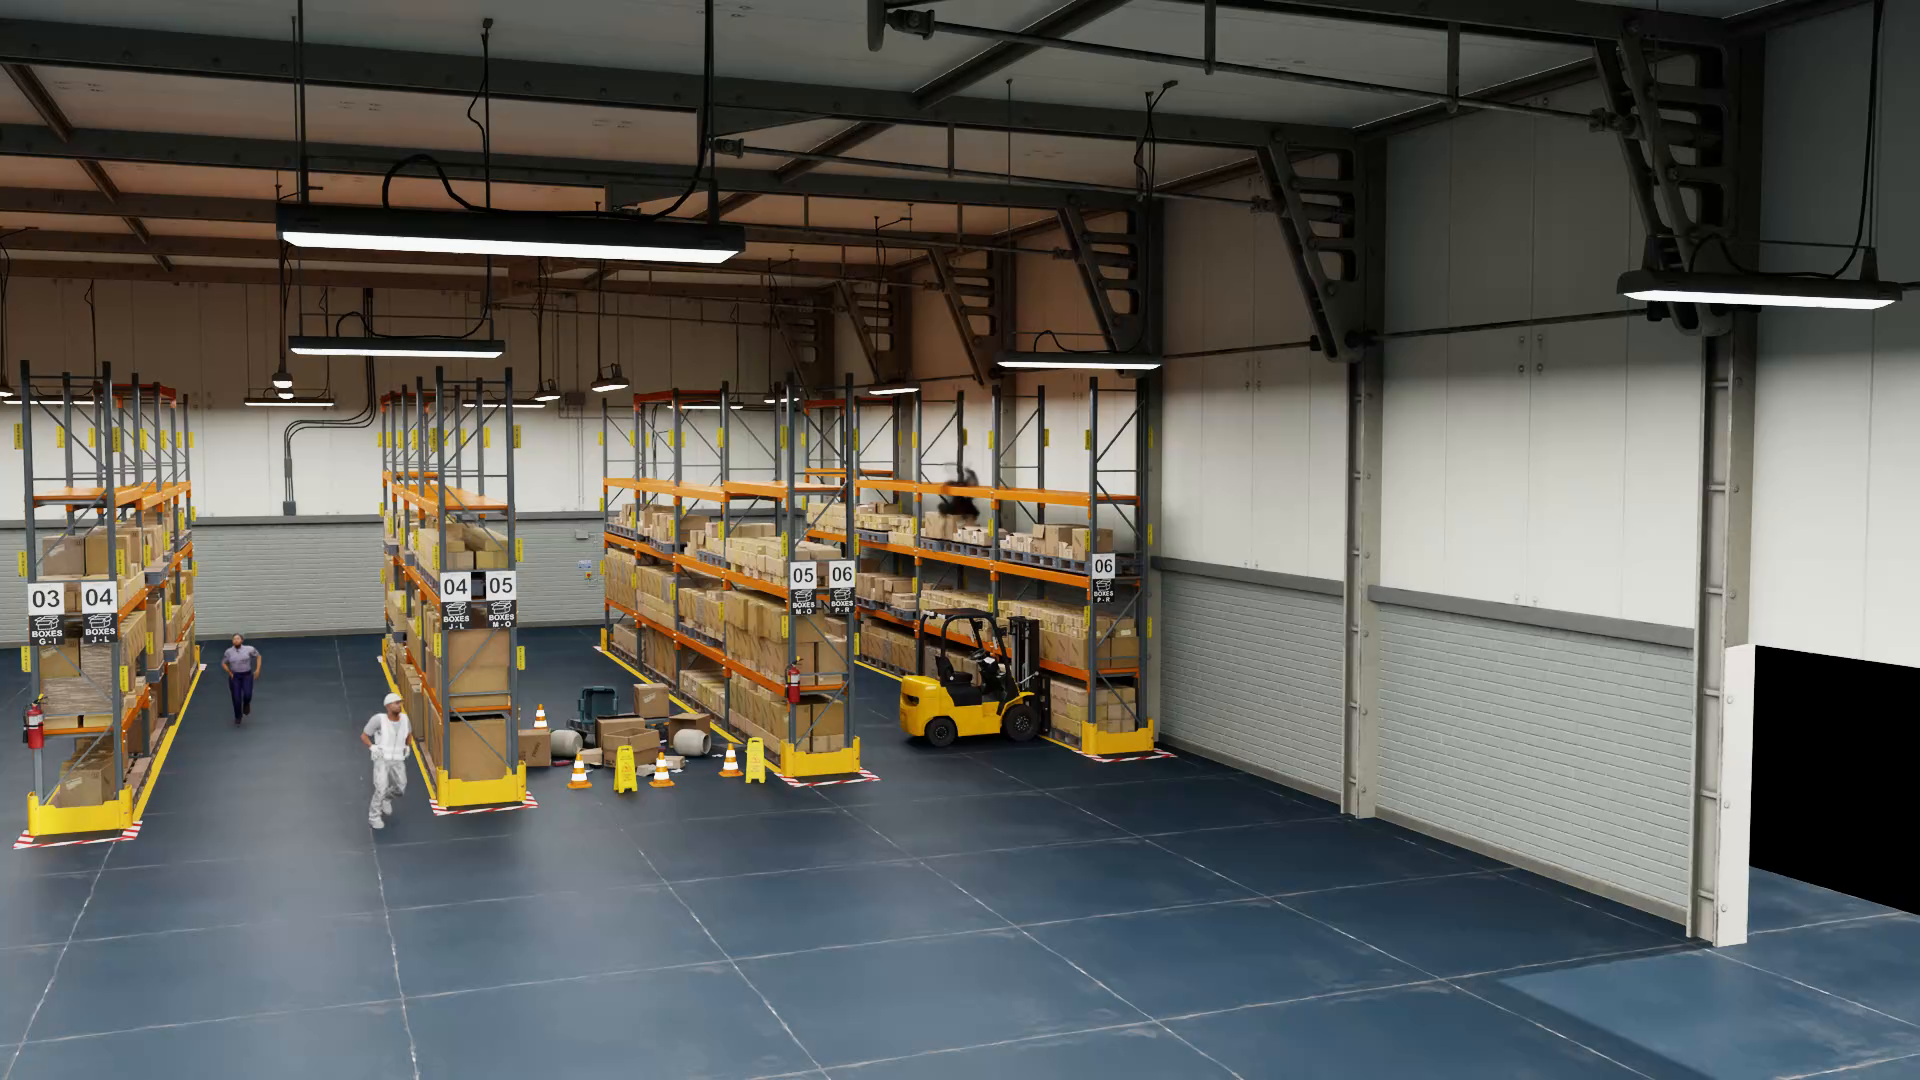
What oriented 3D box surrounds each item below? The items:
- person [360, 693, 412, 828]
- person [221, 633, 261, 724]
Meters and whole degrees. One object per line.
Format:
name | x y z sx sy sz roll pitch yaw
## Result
person | -7.470 2.851 21.747 0.692 1.702 0.579 -3 5 -42
person | -12.677 2.446 29.329 0.637 1.608 0.588 -1 4 -19
